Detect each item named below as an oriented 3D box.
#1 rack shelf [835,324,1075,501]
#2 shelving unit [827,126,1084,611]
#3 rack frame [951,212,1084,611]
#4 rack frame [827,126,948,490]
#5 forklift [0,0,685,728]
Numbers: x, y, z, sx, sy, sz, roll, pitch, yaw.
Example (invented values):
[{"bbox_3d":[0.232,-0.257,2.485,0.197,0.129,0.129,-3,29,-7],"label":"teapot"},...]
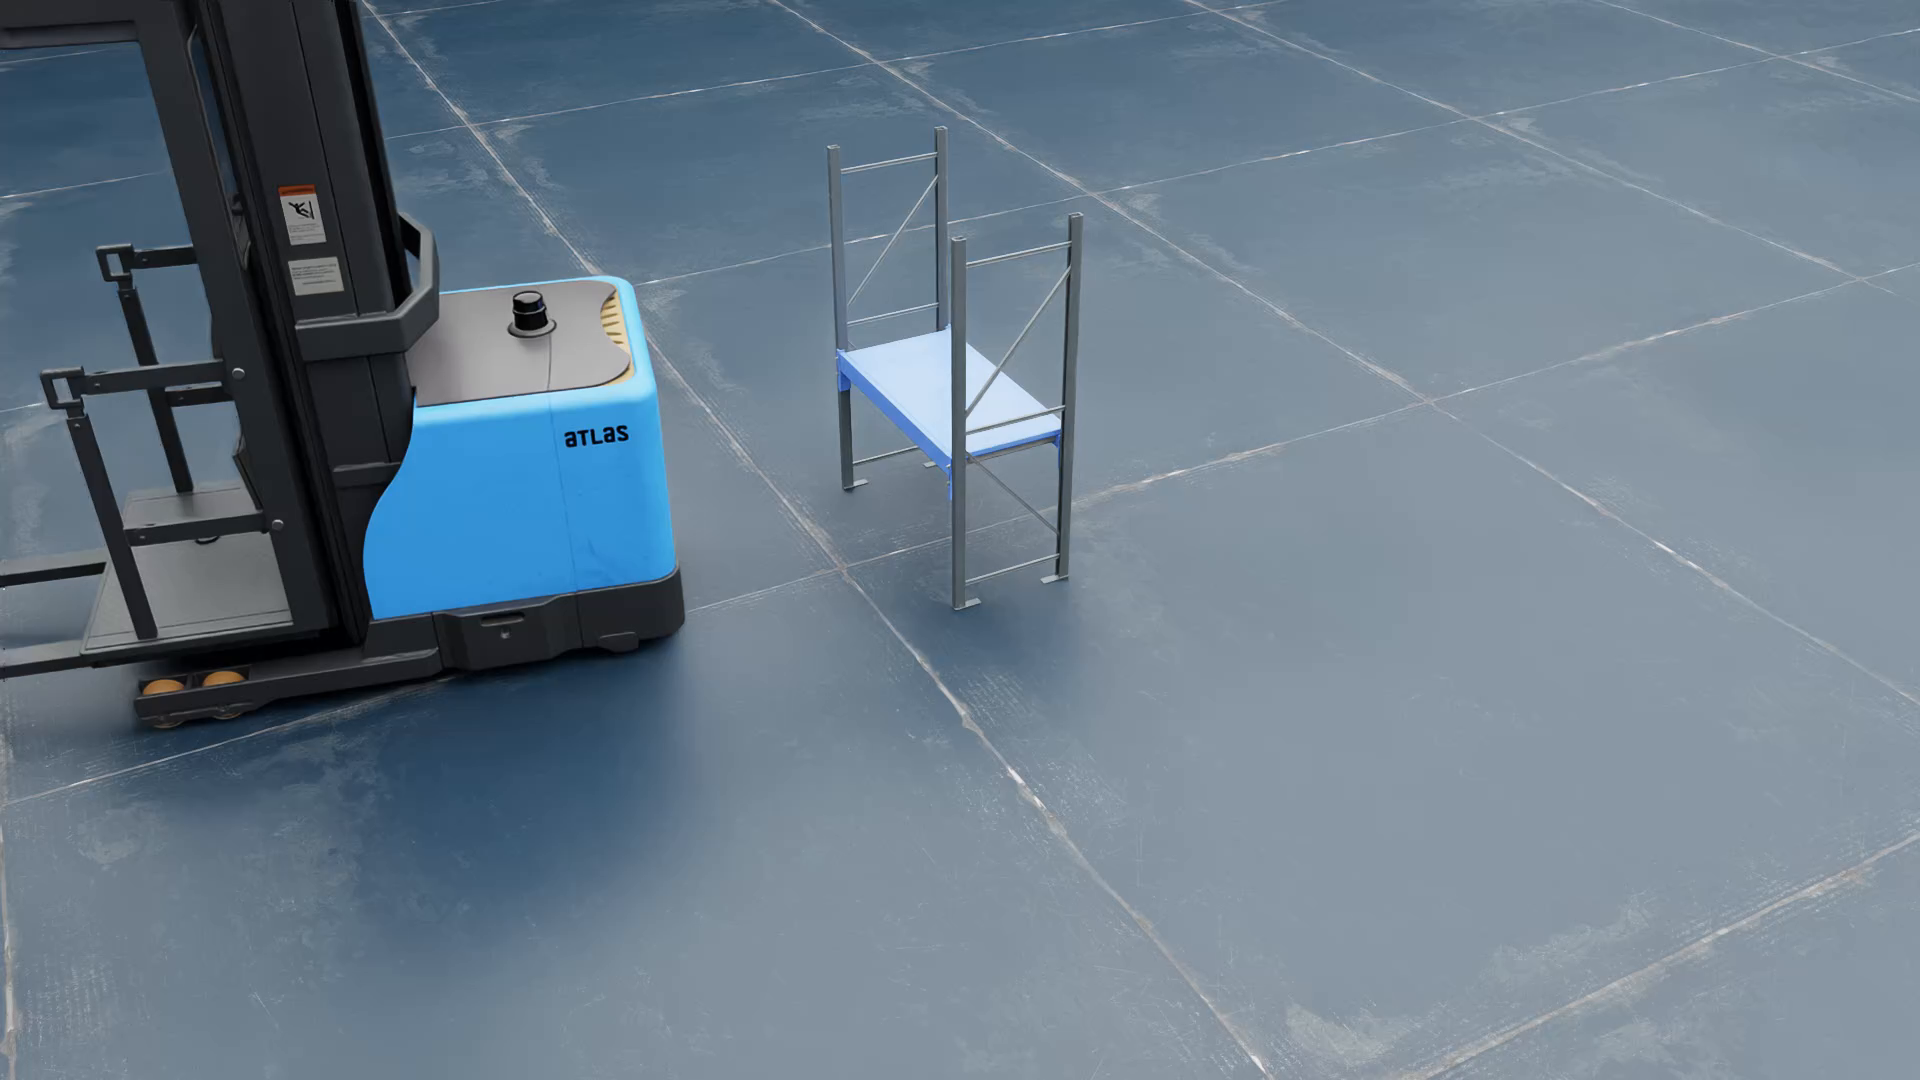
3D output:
[{"bbox_3d":[-0.040,-0.521,6.506,0.538,0.185,1.000,-16,36,-23],"label":"rack shelf"},{"bbox_3d":[-0.040,-0.672,6.409,0.538,1.500,1.048,-16,36,-23],"label":"shelving unit"},{"bbox_3d":[0.197,-0.430,6.030,0.500,1.500,0.032,-16,36,-23],"label":"rack frame"},{"bbox_3d":[-0.277,-0.915,6.788,0.500,1.500,0.032,-16,36,-23],"label":"rack frame"},{"bbox_3d":[-2.592,-0.901,5.440,3.031,2.935,1.130,-8,34,-12],"label":"forklift"}]
